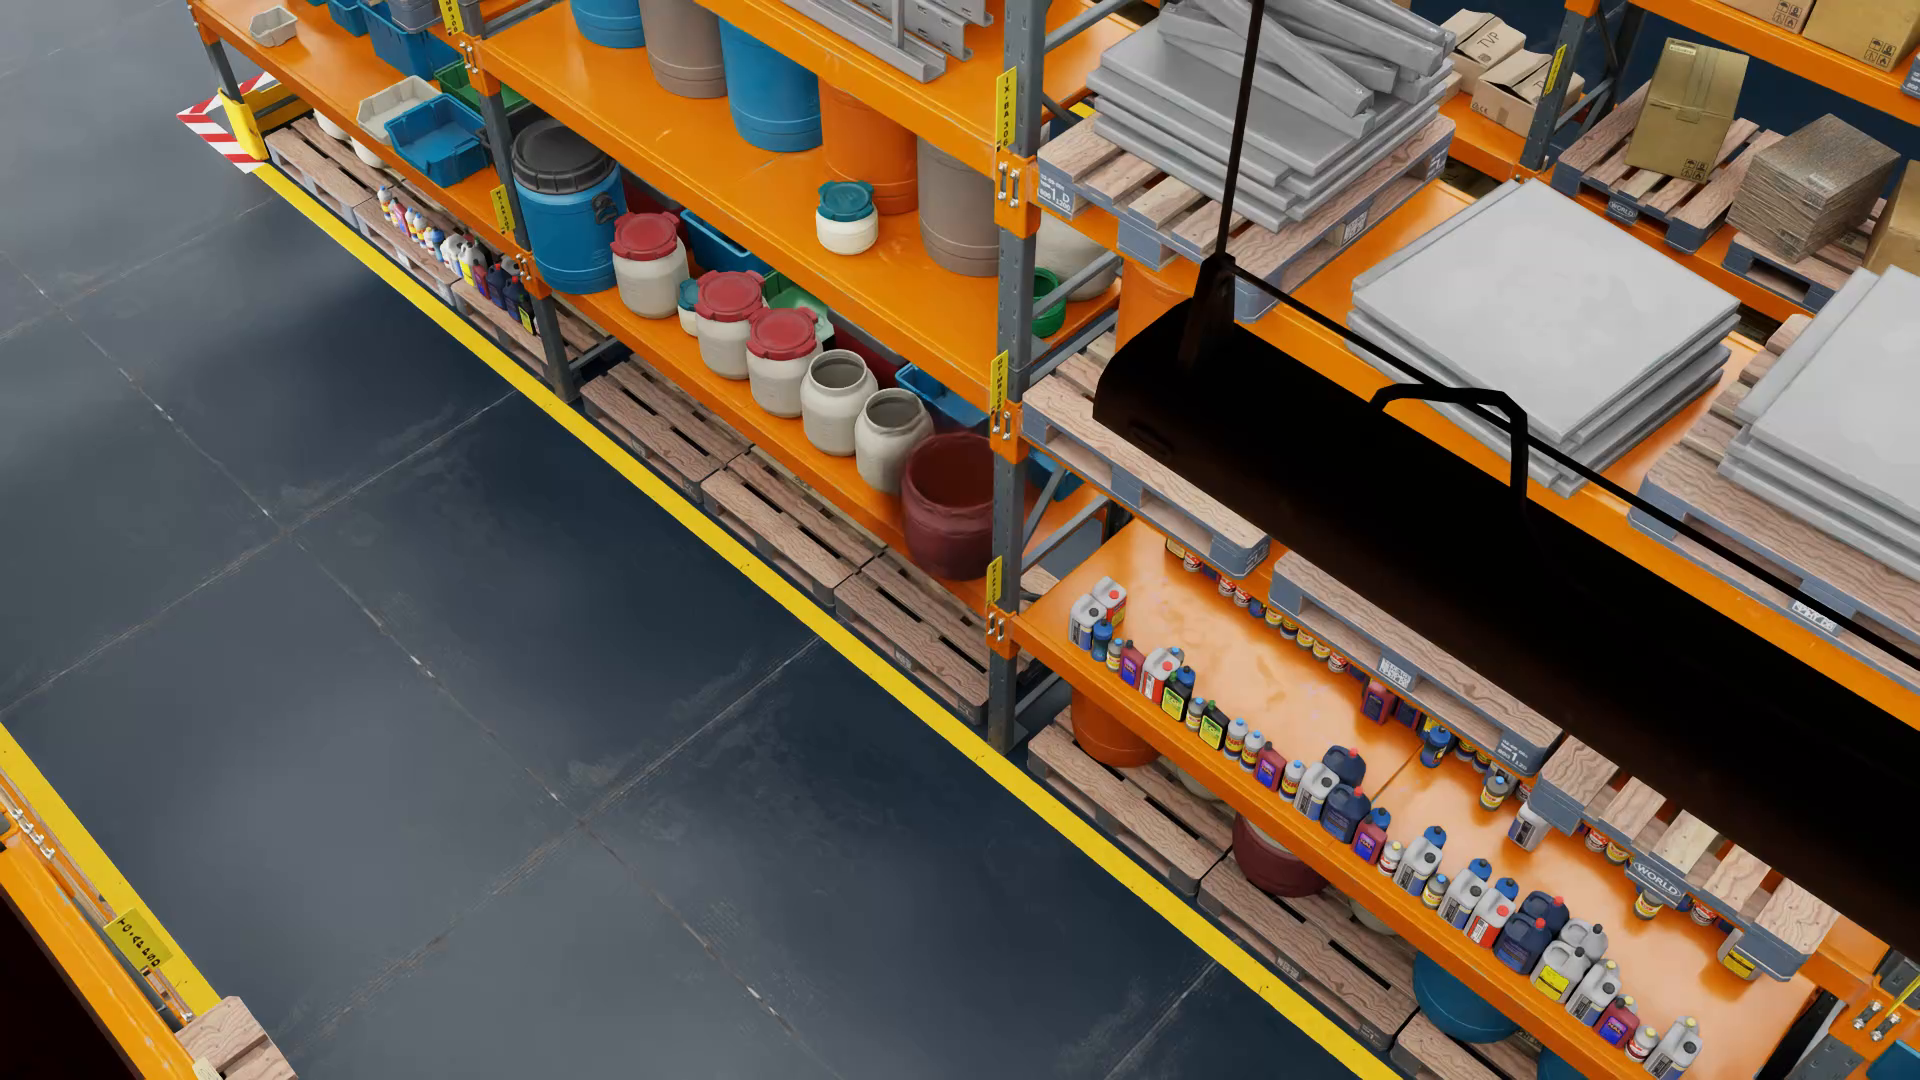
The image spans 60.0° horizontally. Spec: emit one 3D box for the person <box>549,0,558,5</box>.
[{"bbox_3d":[-3.451,-5.235,13.643,0.660,1.753,0.824,15,52,12],"label":"person"}]
